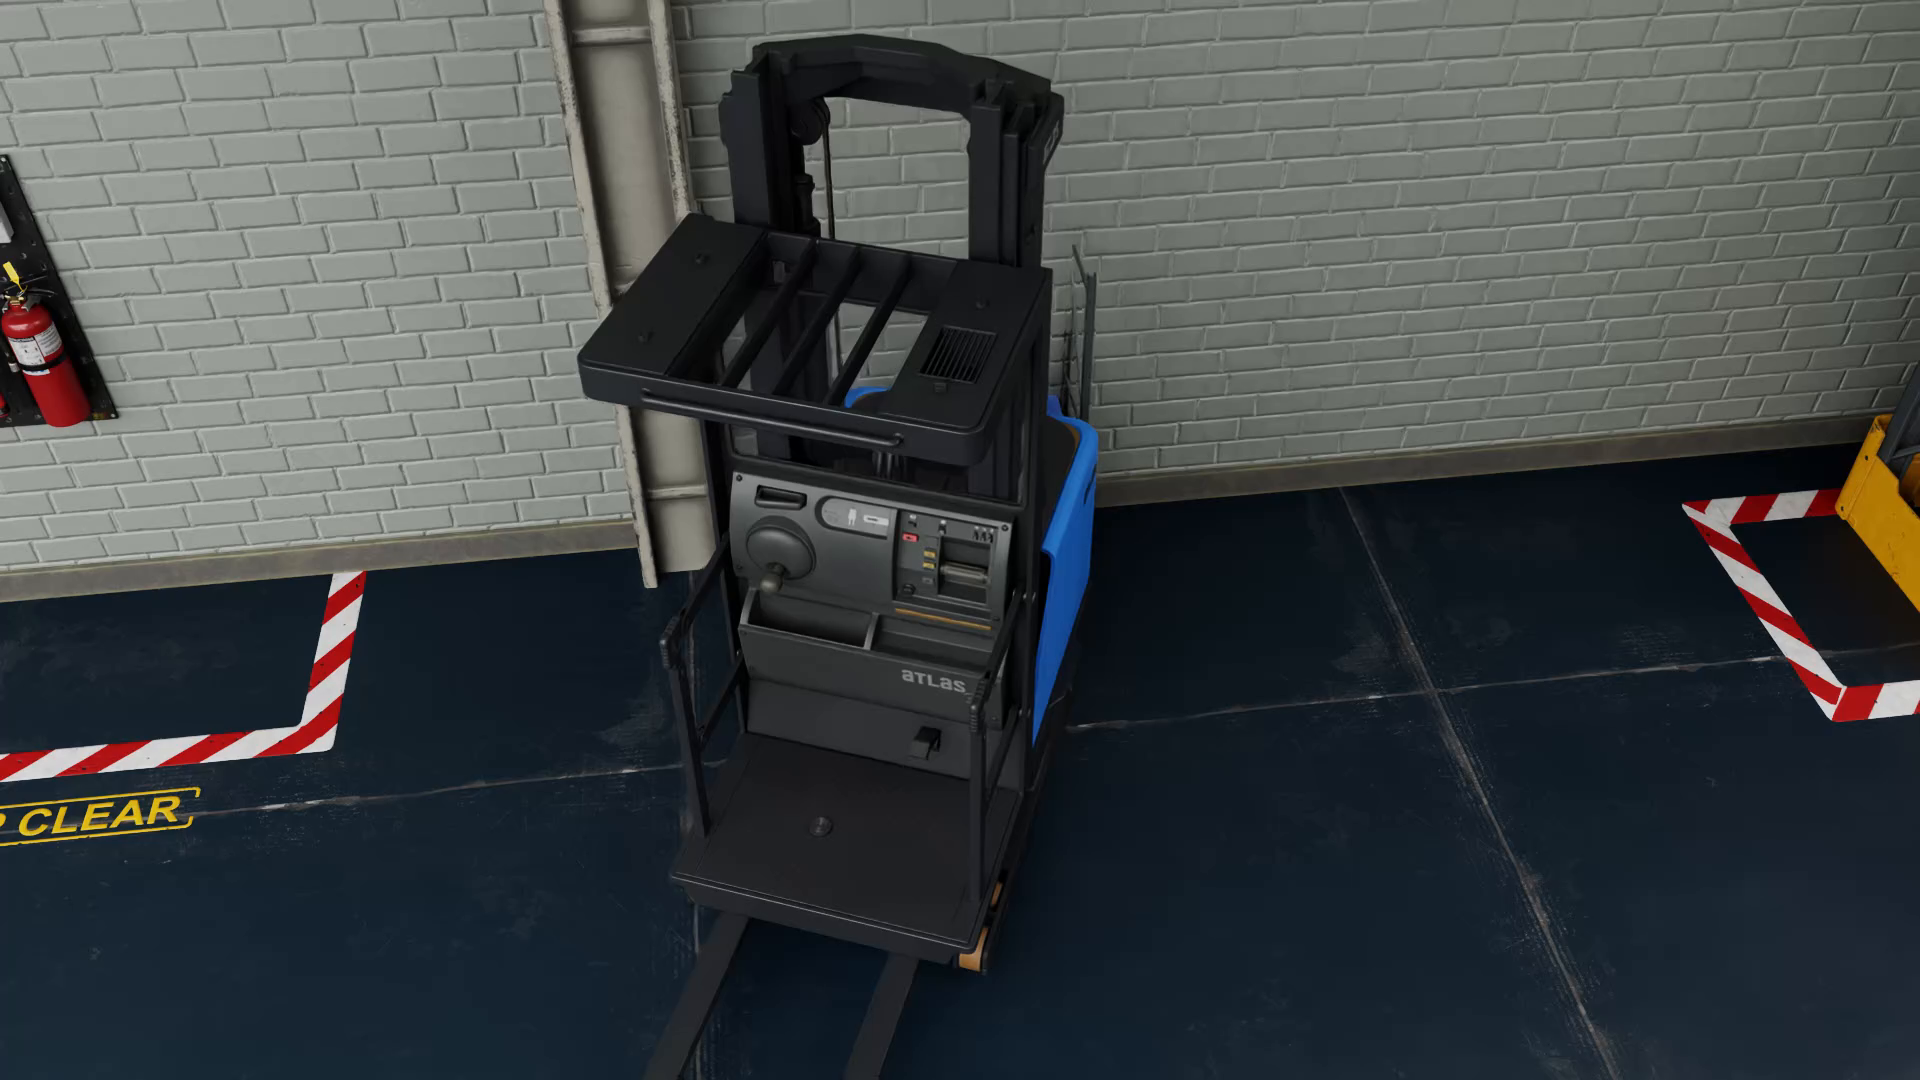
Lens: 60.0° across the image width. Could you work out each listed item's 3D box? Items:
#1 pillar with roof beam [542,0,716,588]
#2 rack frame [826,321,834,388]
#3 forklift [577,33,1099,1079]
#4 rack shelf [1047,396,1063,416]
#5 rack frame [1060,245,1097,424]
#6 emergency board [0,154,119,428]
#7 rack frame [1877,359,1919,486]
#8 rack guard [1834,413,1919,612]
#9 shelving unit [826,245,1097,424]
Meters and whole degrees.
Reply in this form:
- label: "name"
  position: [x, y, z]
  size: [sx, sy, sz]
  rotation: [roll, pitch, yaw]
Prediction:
- label: "pillar with roof beam"
  position: [-0.636, -0.392, 1.181]
  size: [0.400, 9.000, 9.100]
  rotation: [-5, 42, -6]
- label: "rack frame"
  position: [-0.533, -0.495, 6.878]
  size: [0.032, 1.500, 0.500]
  rotation: [-4, 39, -5]
- label: "forklift"
  position: [-0.348, 0.113, 5.151]
  size: [1.130, 2.935, 3.031]
  rotation: [11, 43, 12]
- label: "rack shelf"
  position: [-0.027, -0.389, 7.033]
  size: [1.000, 0.185, 0.538]
  rotation: [-4, 39, -5]
- label: "rack frame"
  position: [0.478, -0.564, 6.964]
  size: [0.032, 1.500, 0.500]
  rotation: [-4, 39, -5]
- label: "emergency board"
  position: [-3.649, -0.834, 6.150]
  size: [0.643, 1.169, 0.194]
  rotation: [-5, 42, -6]
- label: "rack frame"
  position: [4.173, -0.909, 6.234]
  size: [0.127, 3.000, 1.000]
  rotation: [-5, 42, -6]
- label: "rack guard"
  position: [4.249, 0.012, 7.078]
  size: [0.348, 0.500, 1.175]
  rotation: [-5, 42, -6]
- label: "shelving unit"
  position: [-0.027, -0.530, 6.921]
  size: [1.048, 1.500, 0.538]
  rotation: [-4, 39, -5]
